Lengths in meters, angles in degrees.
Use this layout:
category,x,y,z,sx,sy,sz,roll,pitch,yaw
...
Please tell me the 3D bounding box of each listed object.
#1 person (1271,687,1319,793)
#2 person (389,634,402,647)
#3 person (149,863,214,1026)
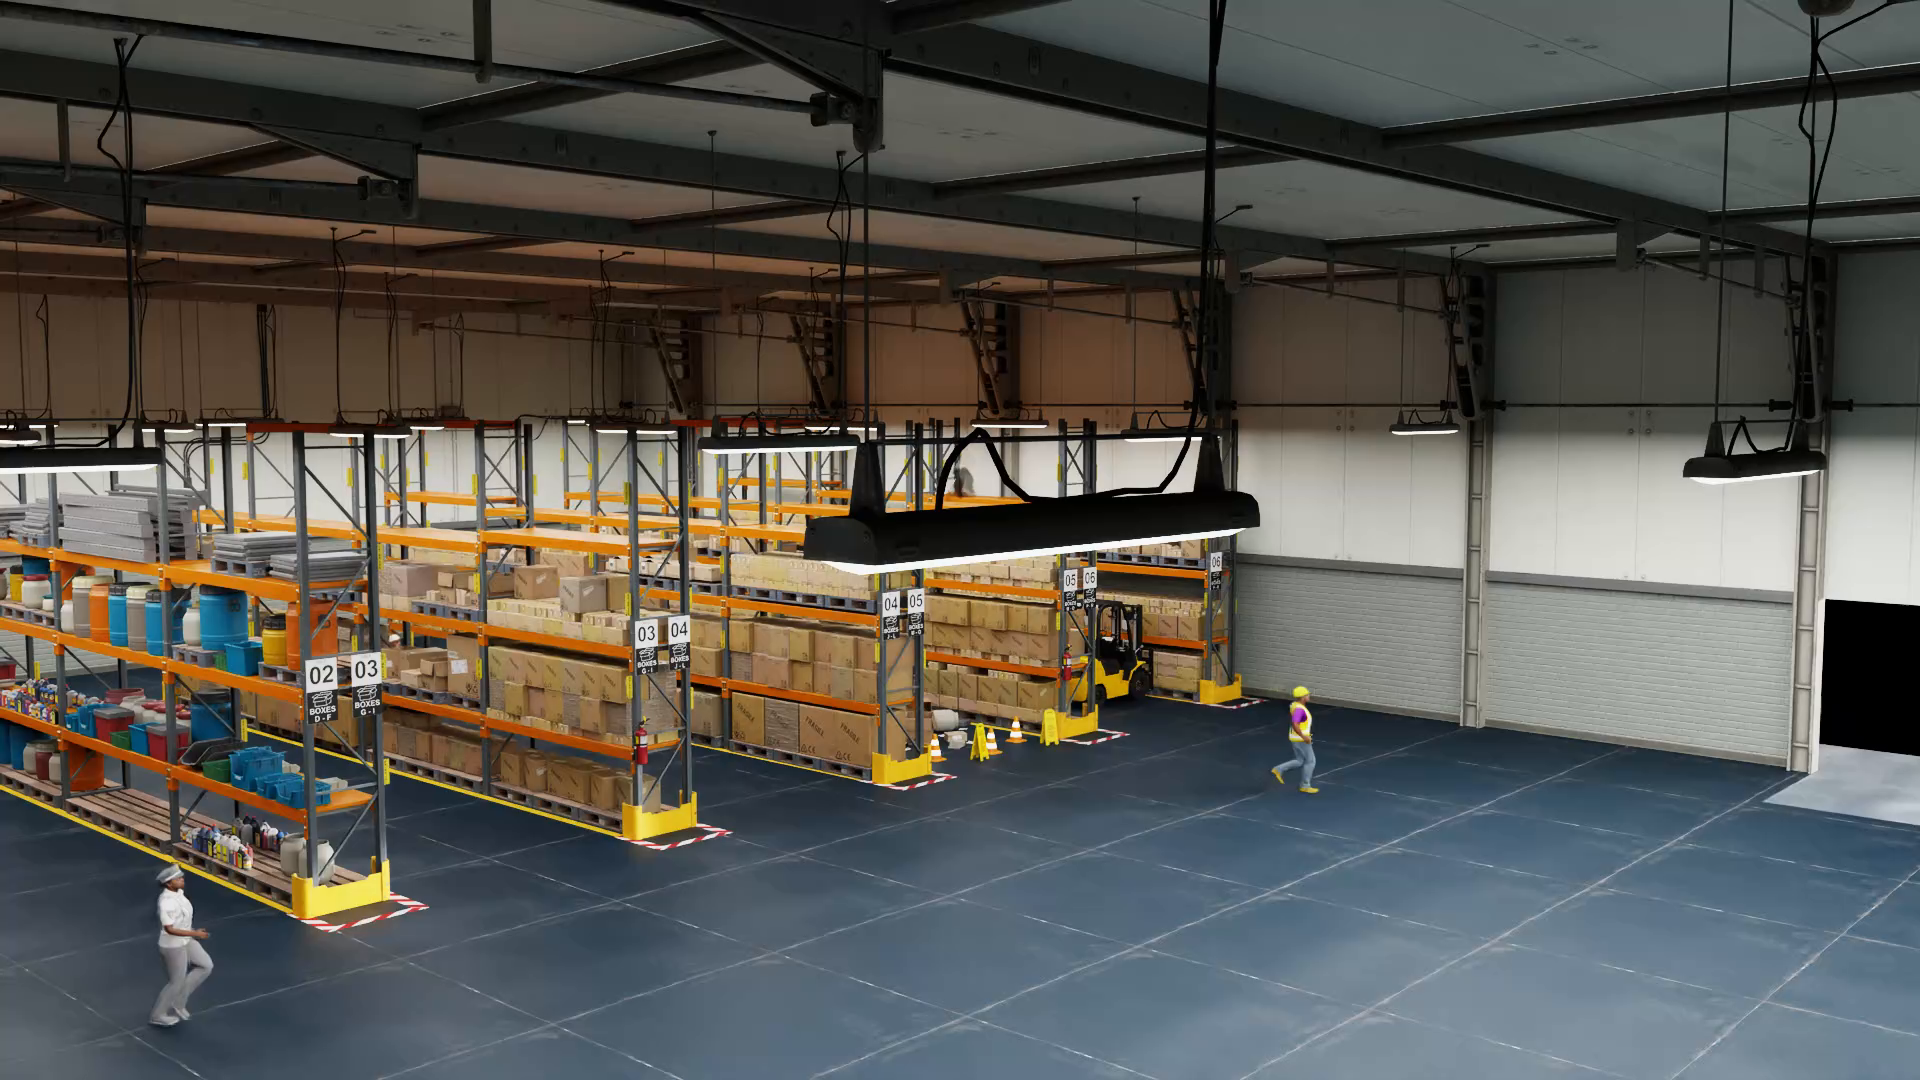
category,x,y,z,sx,sy,sz,roll,pitch,yaw
person,5.483,3.253,27.150,0.756,1.736,0.719,0,5,-1
person,-11.301,2.757,33.265,0.542,1.740,0.663,3,6,34
person,-7.972,4.108,16.983,0.617,1.659,0.589,-1,5,-12
